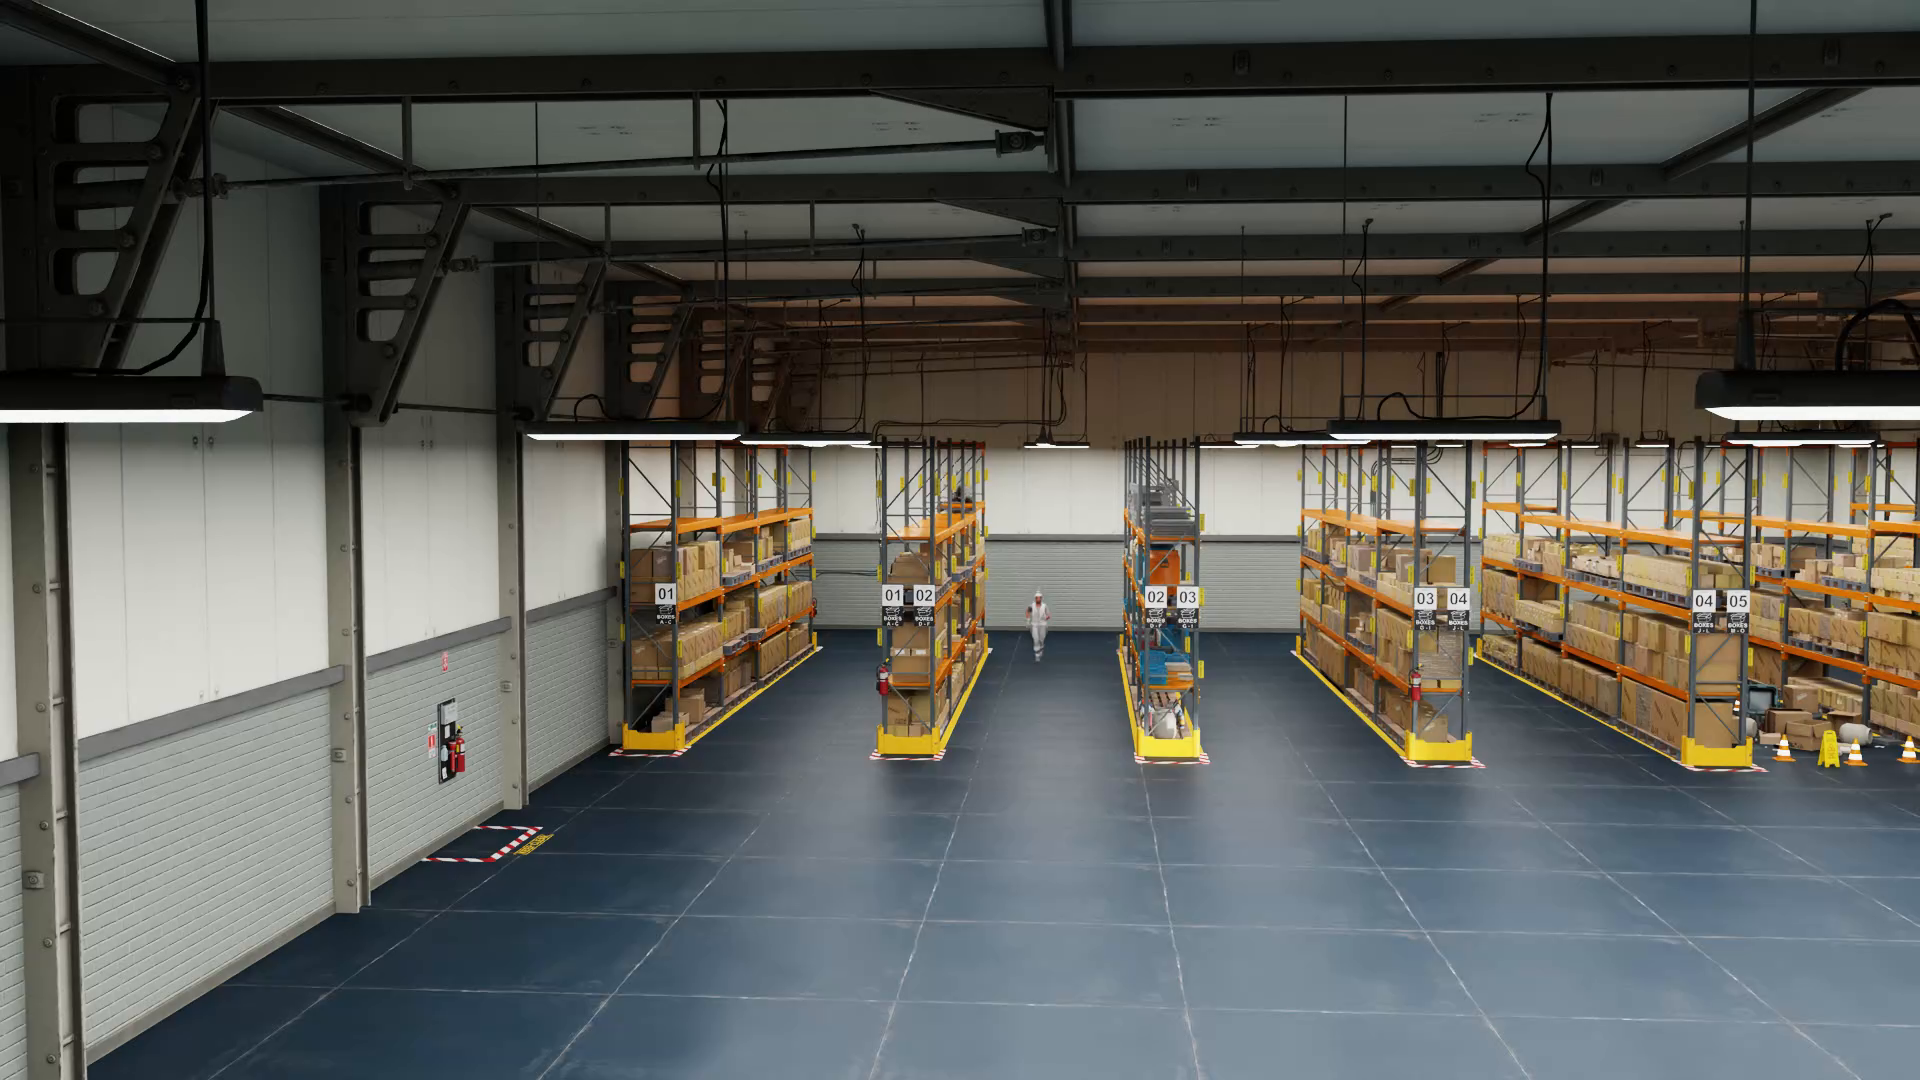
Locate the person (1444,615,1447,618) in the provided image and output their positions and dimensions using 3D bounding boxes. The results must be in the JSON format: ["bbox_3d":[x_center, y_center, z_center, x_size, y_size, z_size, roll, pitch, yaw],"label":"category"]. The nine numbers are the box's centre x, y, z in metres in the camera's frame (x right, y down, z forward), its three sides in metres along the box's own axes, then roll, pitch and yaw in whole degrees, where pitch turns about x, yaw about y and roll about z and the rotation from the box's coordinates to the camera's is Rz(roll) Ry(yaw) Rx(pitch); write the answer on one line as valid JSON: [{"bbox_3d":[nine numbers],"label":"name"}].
[{"bbox_3d":[13.033,2.552,43.987,0.565,1.637,0.538,1,3,11],"label":"person"}]

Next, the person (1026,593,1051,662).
[{"bbox_3d":[2.081,2.299,44.158,0.651,1.796,0.861,0,3,0],"label":"person"}]
